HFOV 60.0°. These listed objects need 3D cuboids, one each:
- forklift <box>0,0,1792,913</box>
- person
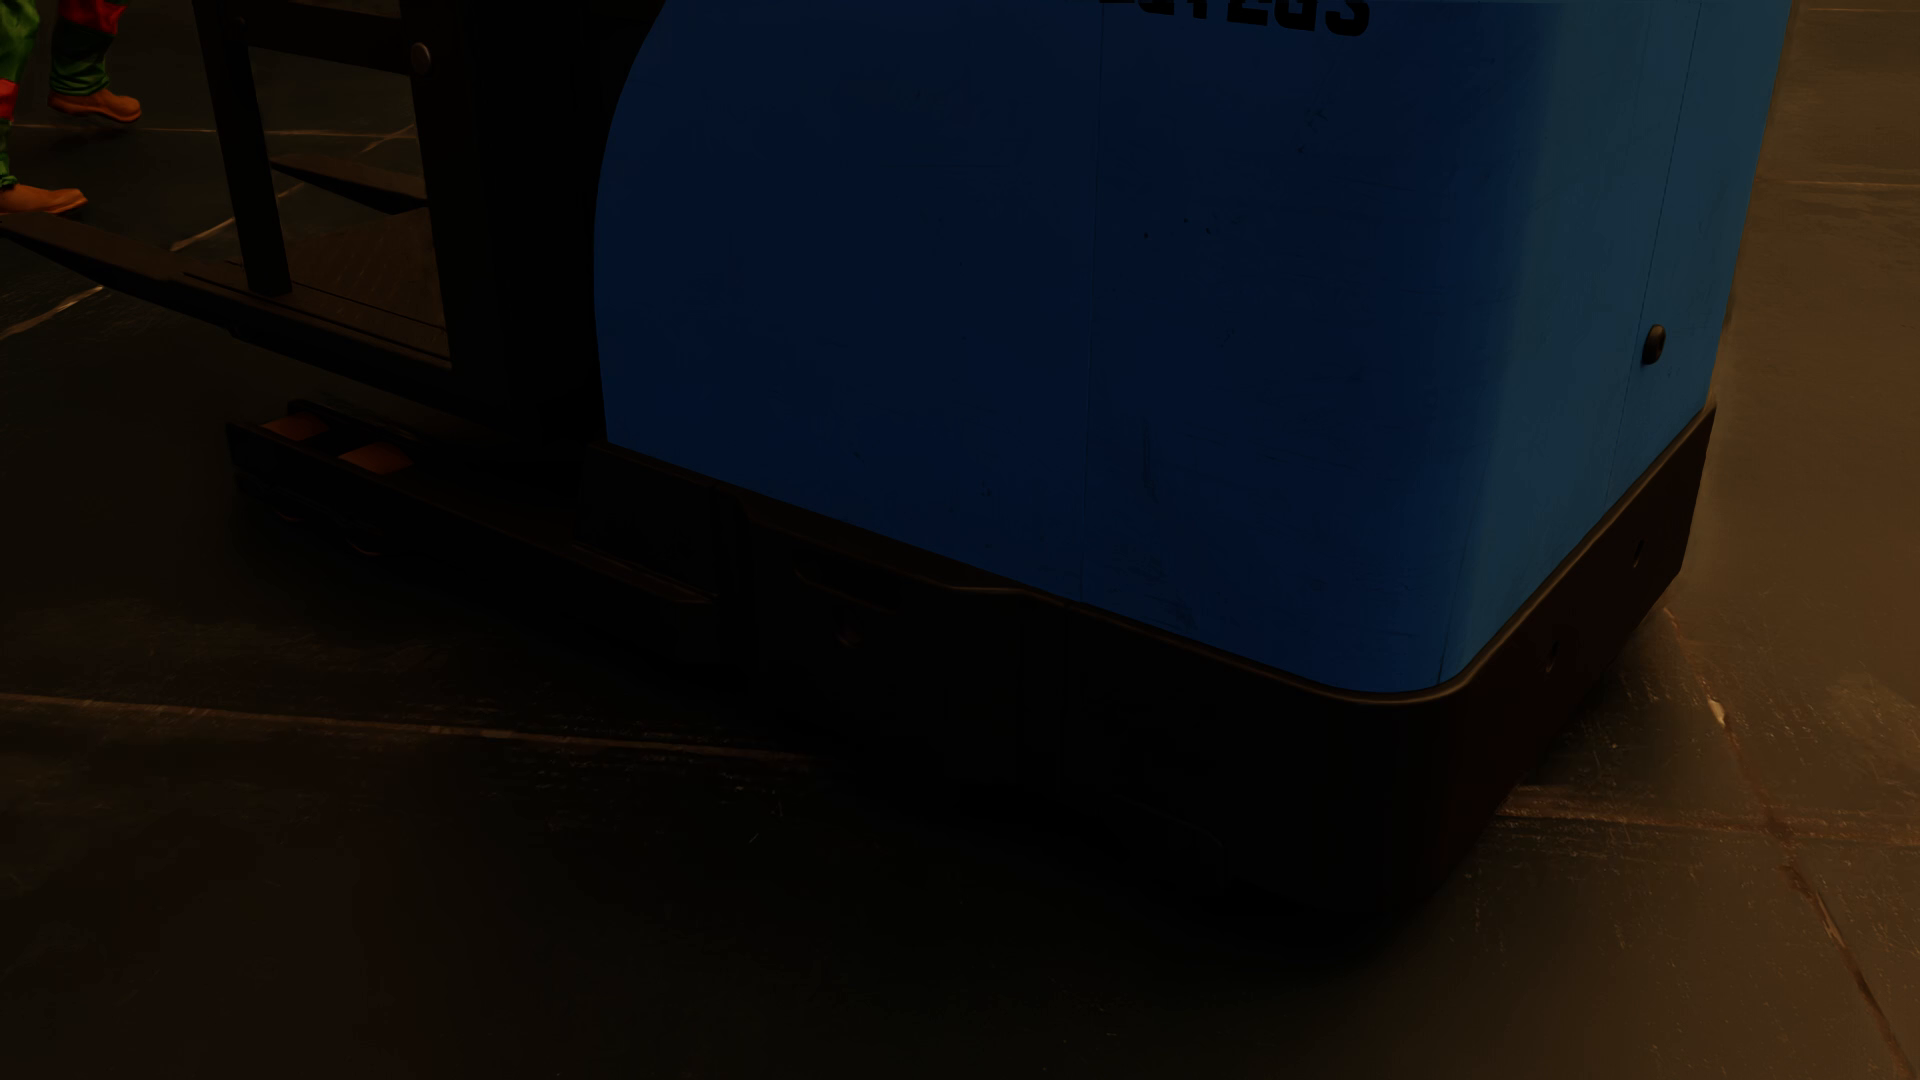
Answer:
[{"bbox_3d":[-0.493,-1.457,2.136,3.031,2.935,1.130,18,32,32],"label":"forklift"},{"bbox_3d":[-2.410,-1.681,4.146,0.738,1.544,1.103,1,27,1],"label":"person"}]
